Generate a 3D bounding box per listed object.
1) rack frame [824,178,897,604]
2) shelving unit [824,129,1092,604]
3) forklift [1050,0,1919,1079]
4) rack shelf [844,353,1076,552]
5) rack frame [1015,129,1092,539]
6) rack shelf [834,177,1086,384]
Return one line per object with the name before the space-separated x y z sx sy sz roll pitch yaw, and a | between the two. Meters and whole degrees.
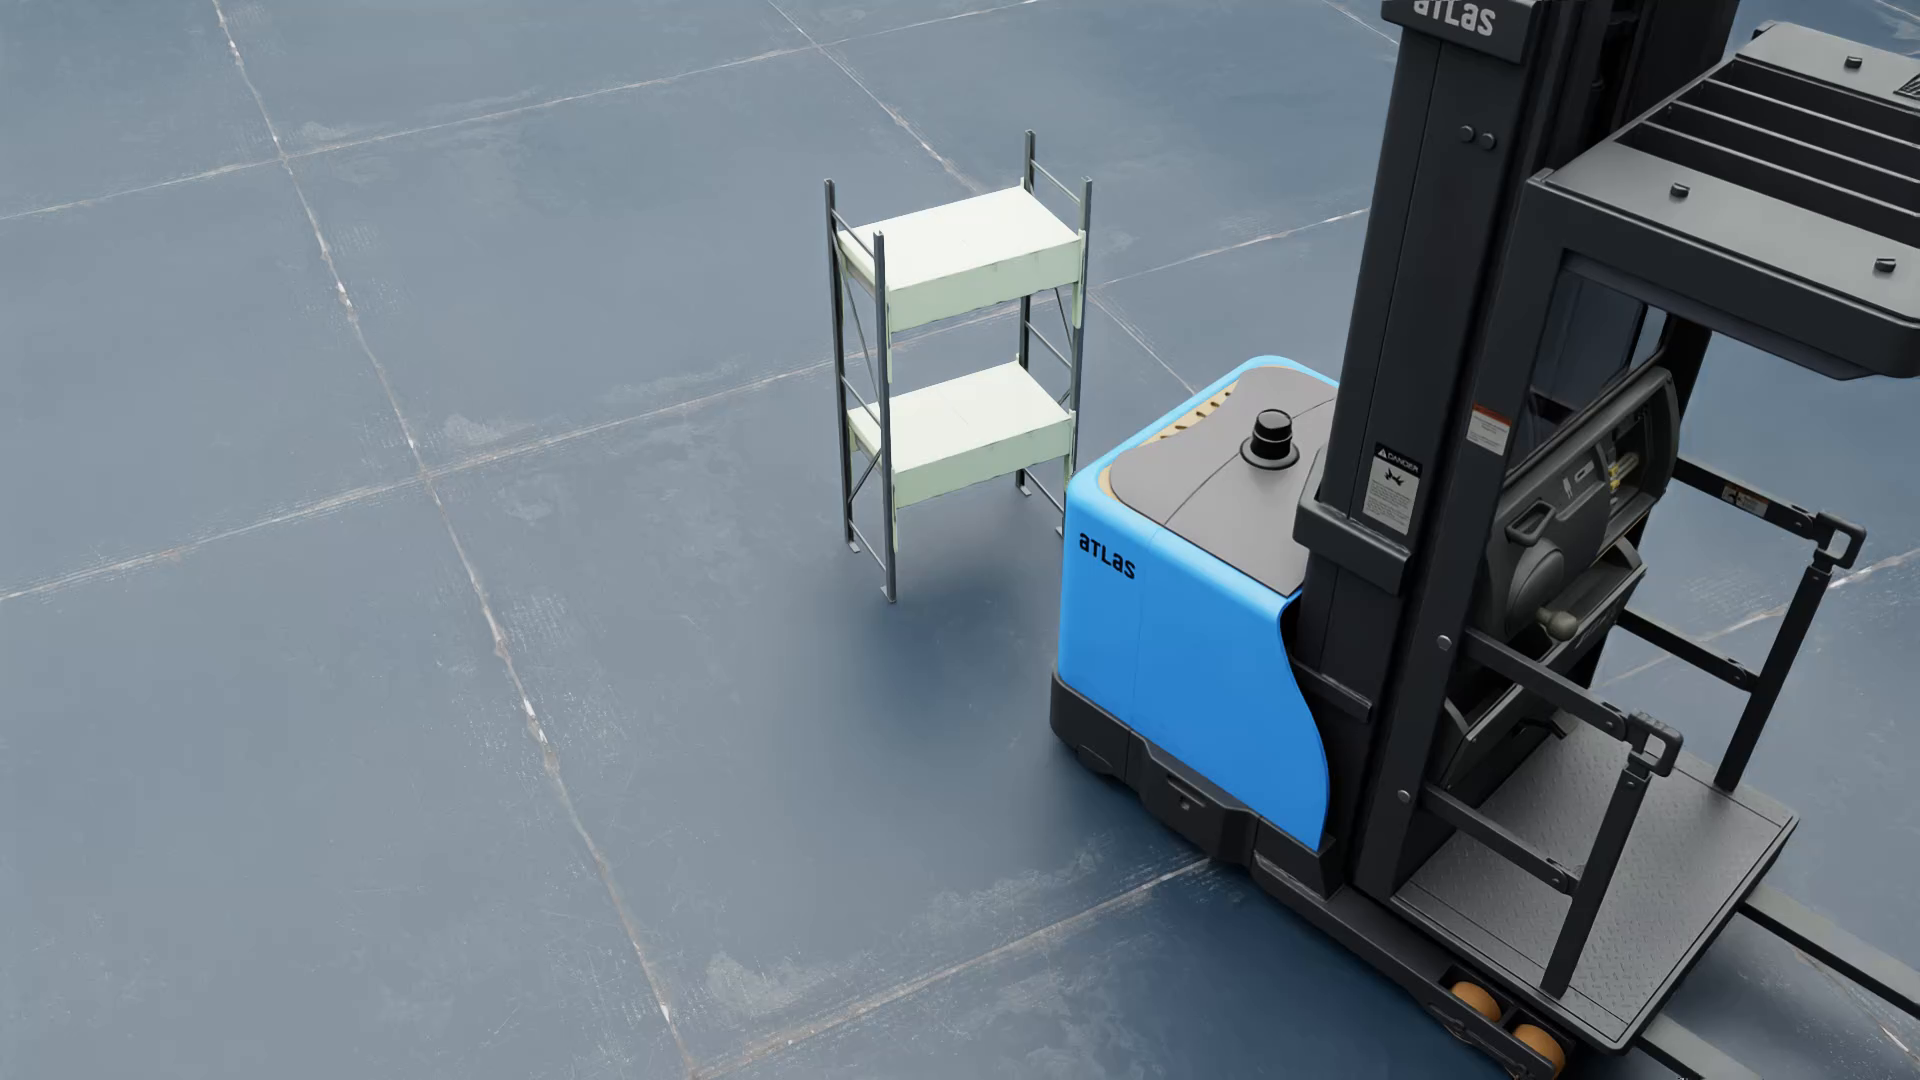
rack frame | -0.331 -0.461 5.634 0.023 1.500 0.400 -19 44 -21
shelving unit | -0.006 -0.570 5.763 0.755 1.500 0.431 -19 44 -21
forklift | 1.695 -0.024 4.009 3.031 2.935 1.130 33 50 32
rack shelf | -0.006 -0.322 5.974 0.720 0.370 0.431 -19 44 -21
rack frame | 0.319 -0.680 5.892 0.023 1.500 0.400 -19 44 -21
rack shelf | -0.006 -0.868 5.511 0.720 0.370 0.431 -19 44 -21
